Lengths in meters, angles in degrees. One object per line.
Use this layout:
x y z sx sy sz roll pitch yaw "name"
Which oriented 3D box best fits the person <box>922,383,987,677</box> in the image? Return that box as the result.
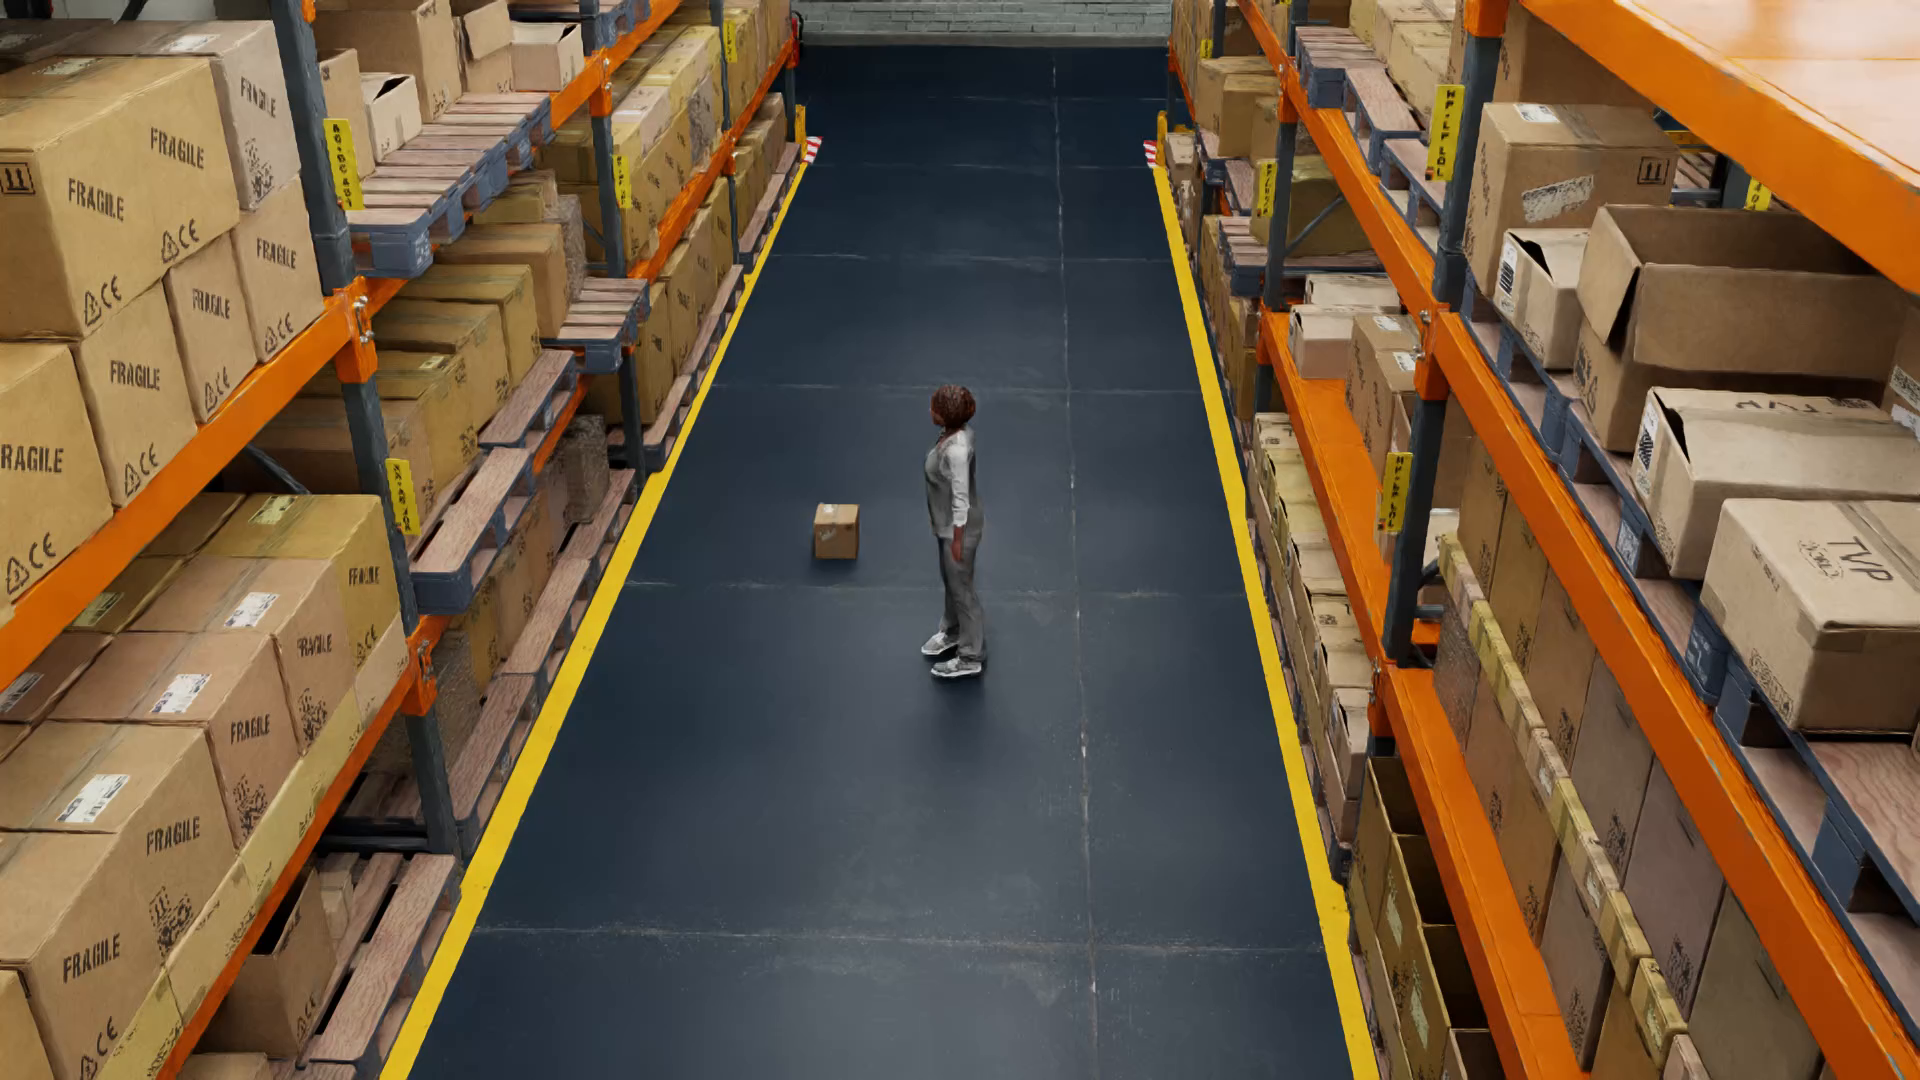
-0.035 -0.062 8.715 0.347 1.600 0.429 -1 28 -2 "person"
